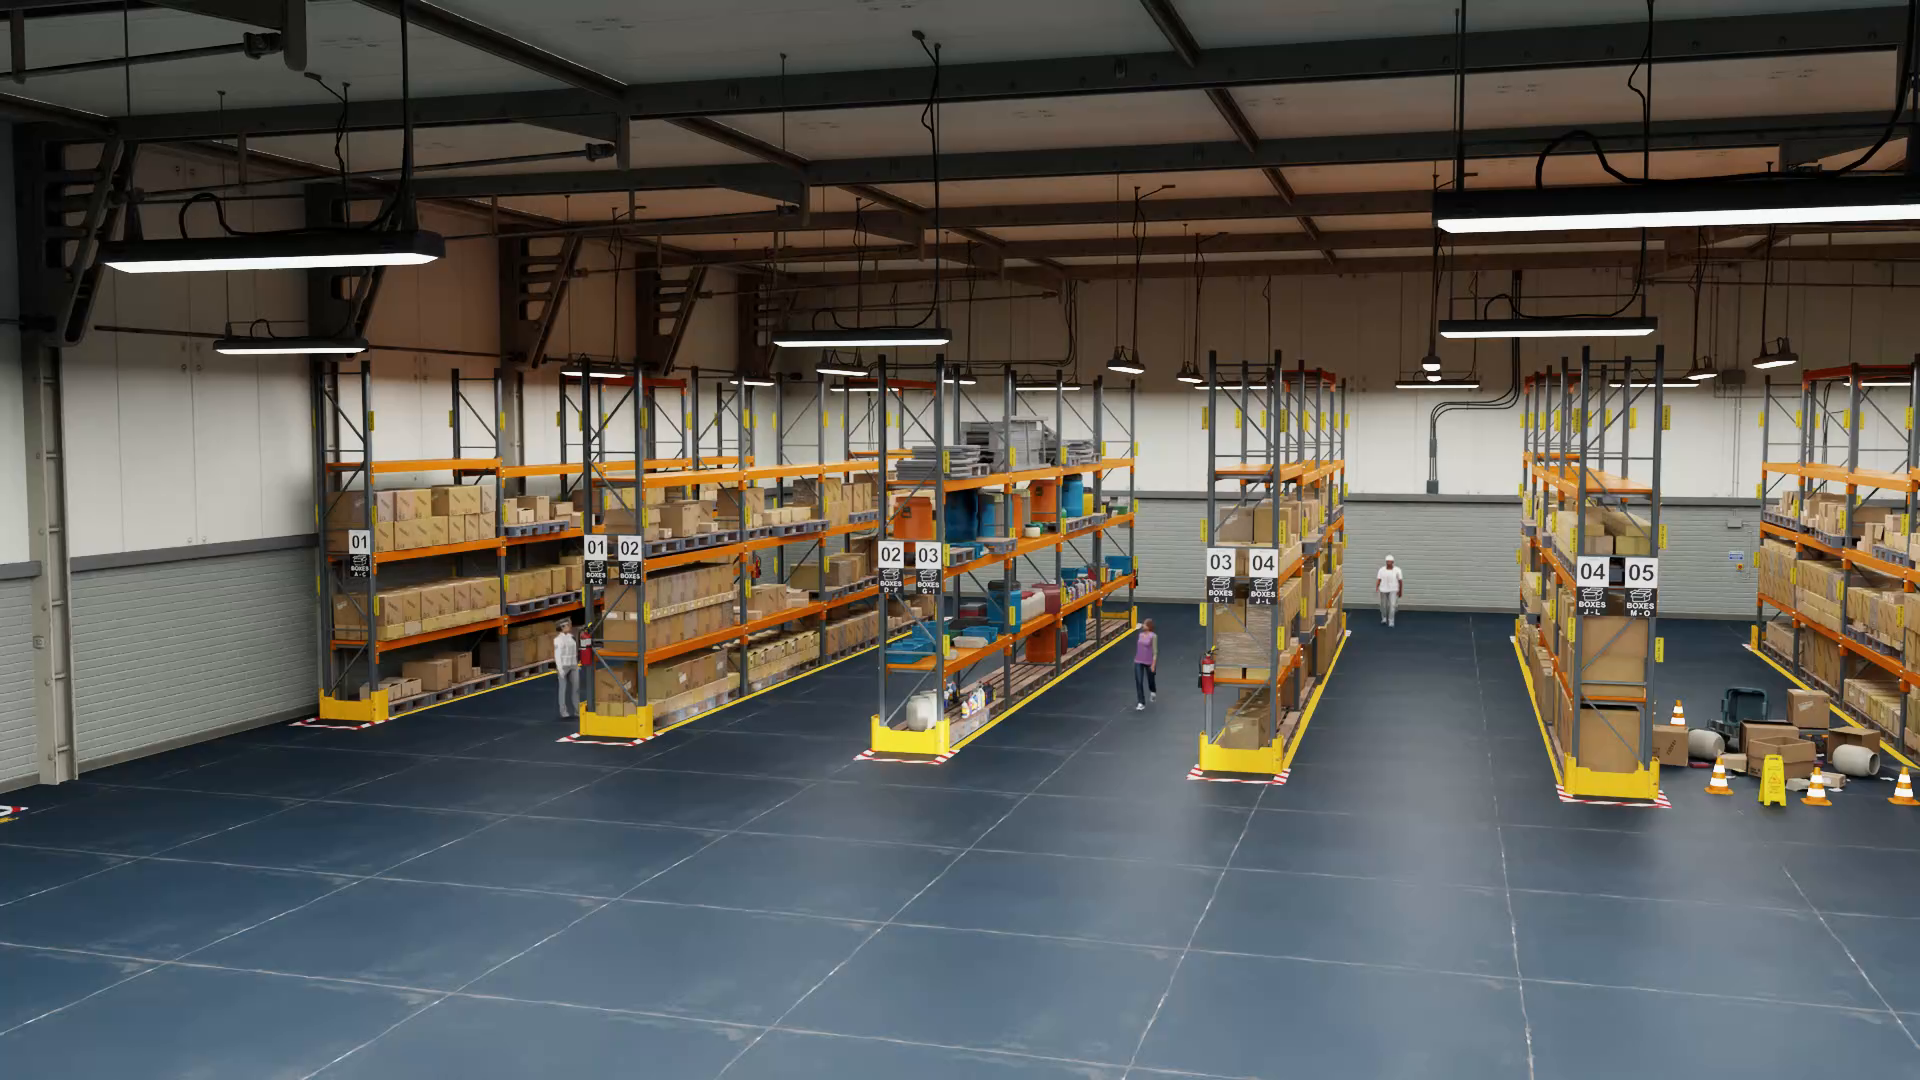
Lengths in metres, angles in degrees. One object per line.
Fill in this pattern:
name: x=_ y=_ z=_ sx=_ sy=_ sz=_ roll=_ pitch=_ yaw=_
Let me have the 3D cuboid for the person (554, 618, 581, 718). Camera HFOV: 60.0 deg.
person: x=-6.597 y=2.163 z=28.140 sx=0.529 sy=1.706 sz=0.532 roll=-4 pitch=6 yaw=-45

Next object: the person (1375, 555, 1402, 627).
person: x=10.461 y=1.239 z=40.576 sx=0.652 sy=1.728 sz=0.999 roll=1 pitch=4 yaw=13

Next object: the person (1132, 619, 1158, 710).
person: x=3.215 y=2.144 z=28.892 sx=0.467 sy=1.556 sz=0.624 roll=1 pitch=4 yaw=13
